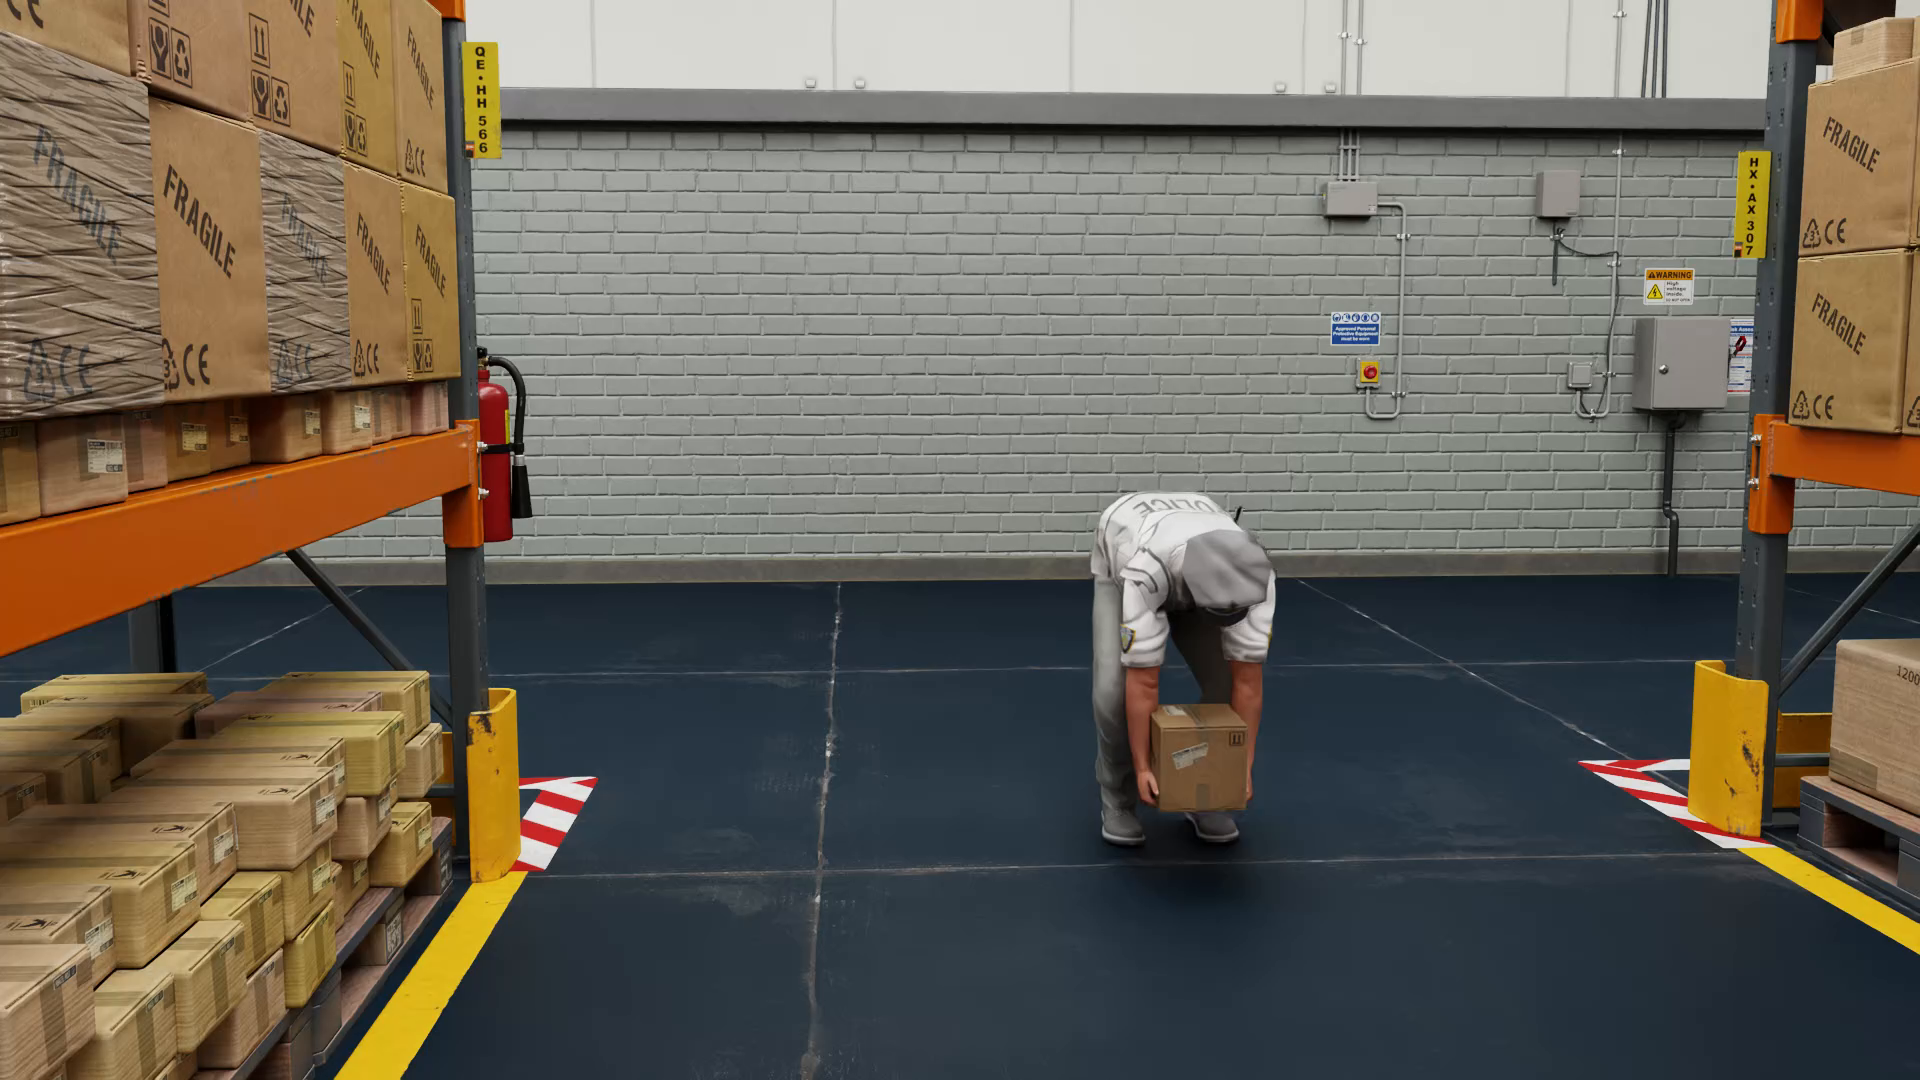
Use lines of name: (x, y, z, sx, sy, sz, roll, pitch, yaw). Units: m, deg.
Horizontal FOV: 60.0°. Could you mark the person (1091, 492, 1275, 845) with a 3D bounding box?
person: (0.676, 0.418, 5.008, 0.509, 1.091, 1.045, -1, 7, -6)
